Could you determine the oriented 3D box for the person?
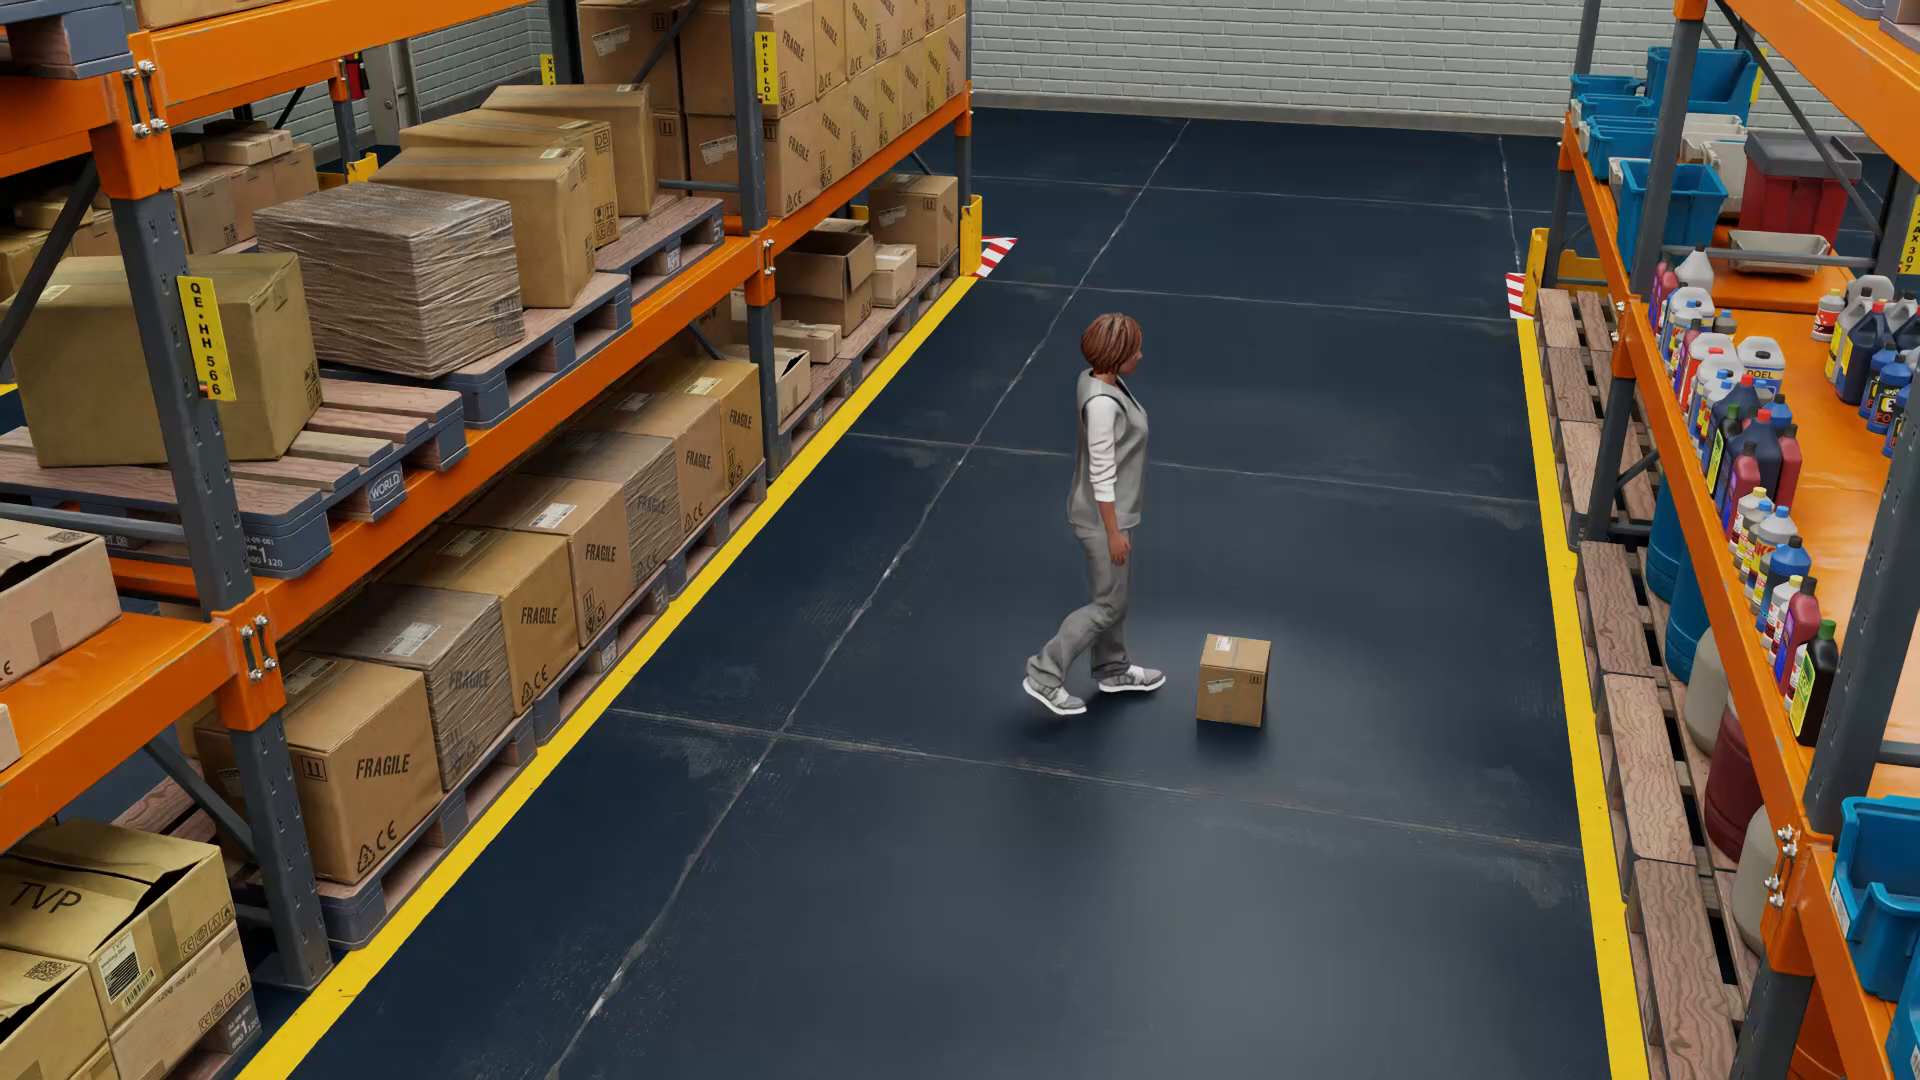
[{"bbox_3d":[0.536,-0.094,6.280,0.567,1.587,0.433,2,26,4],"label":"person"}]
